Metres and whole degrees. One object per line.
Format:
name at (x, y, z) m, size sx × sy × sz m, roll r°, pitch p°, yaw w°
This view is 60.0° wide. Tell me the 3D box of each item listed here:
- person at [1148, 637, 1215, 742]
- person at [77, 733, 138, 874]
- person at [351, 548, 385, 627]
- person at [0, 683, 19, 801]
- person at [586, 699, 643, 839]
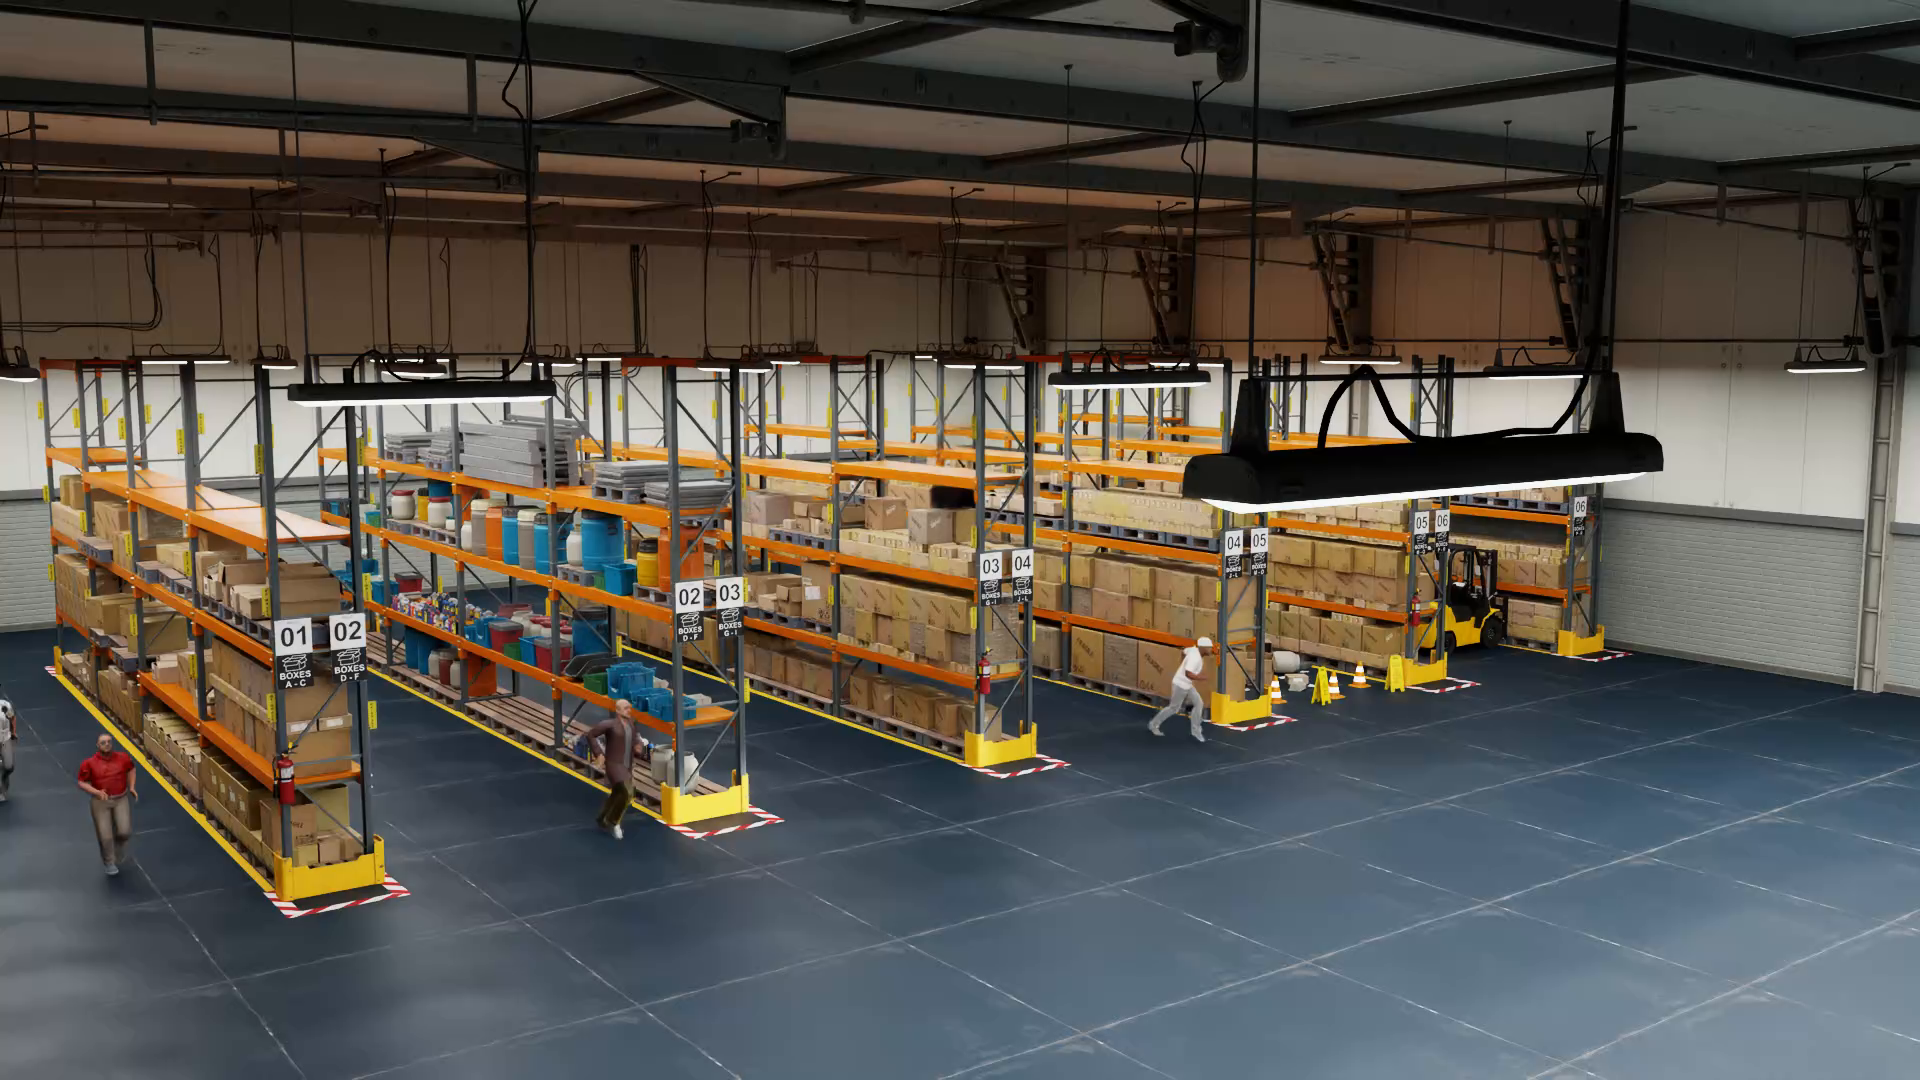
person at (3.507, 2.369, 26.370) m, size 1.045 × 1.718 × 0.747 m, roll 2°, pitch 7°, yaw 13°
person at (-10.092, 3.133, 19.763) m, size 0.658 × 1.686 × 0.593 m, roll -5°, pitch 9°, yaw -37°
person at (-13.020, 1.074, 36.422) m, size 0.991 × 1.792 × 0.669 m, roll -3°, pitch 8°, yaw -25°
person at (-13.235, 2.774, 22.878) m, size 0.569 × 1.661 × 0.554 m, roll -6°, pitch 9°, yaw -43°
person at (-4.371, 2.925, 21.340) m, size 0.753 × 1.780 × 0.676 m, roll 4°, pitch 8°, yaw 28°
